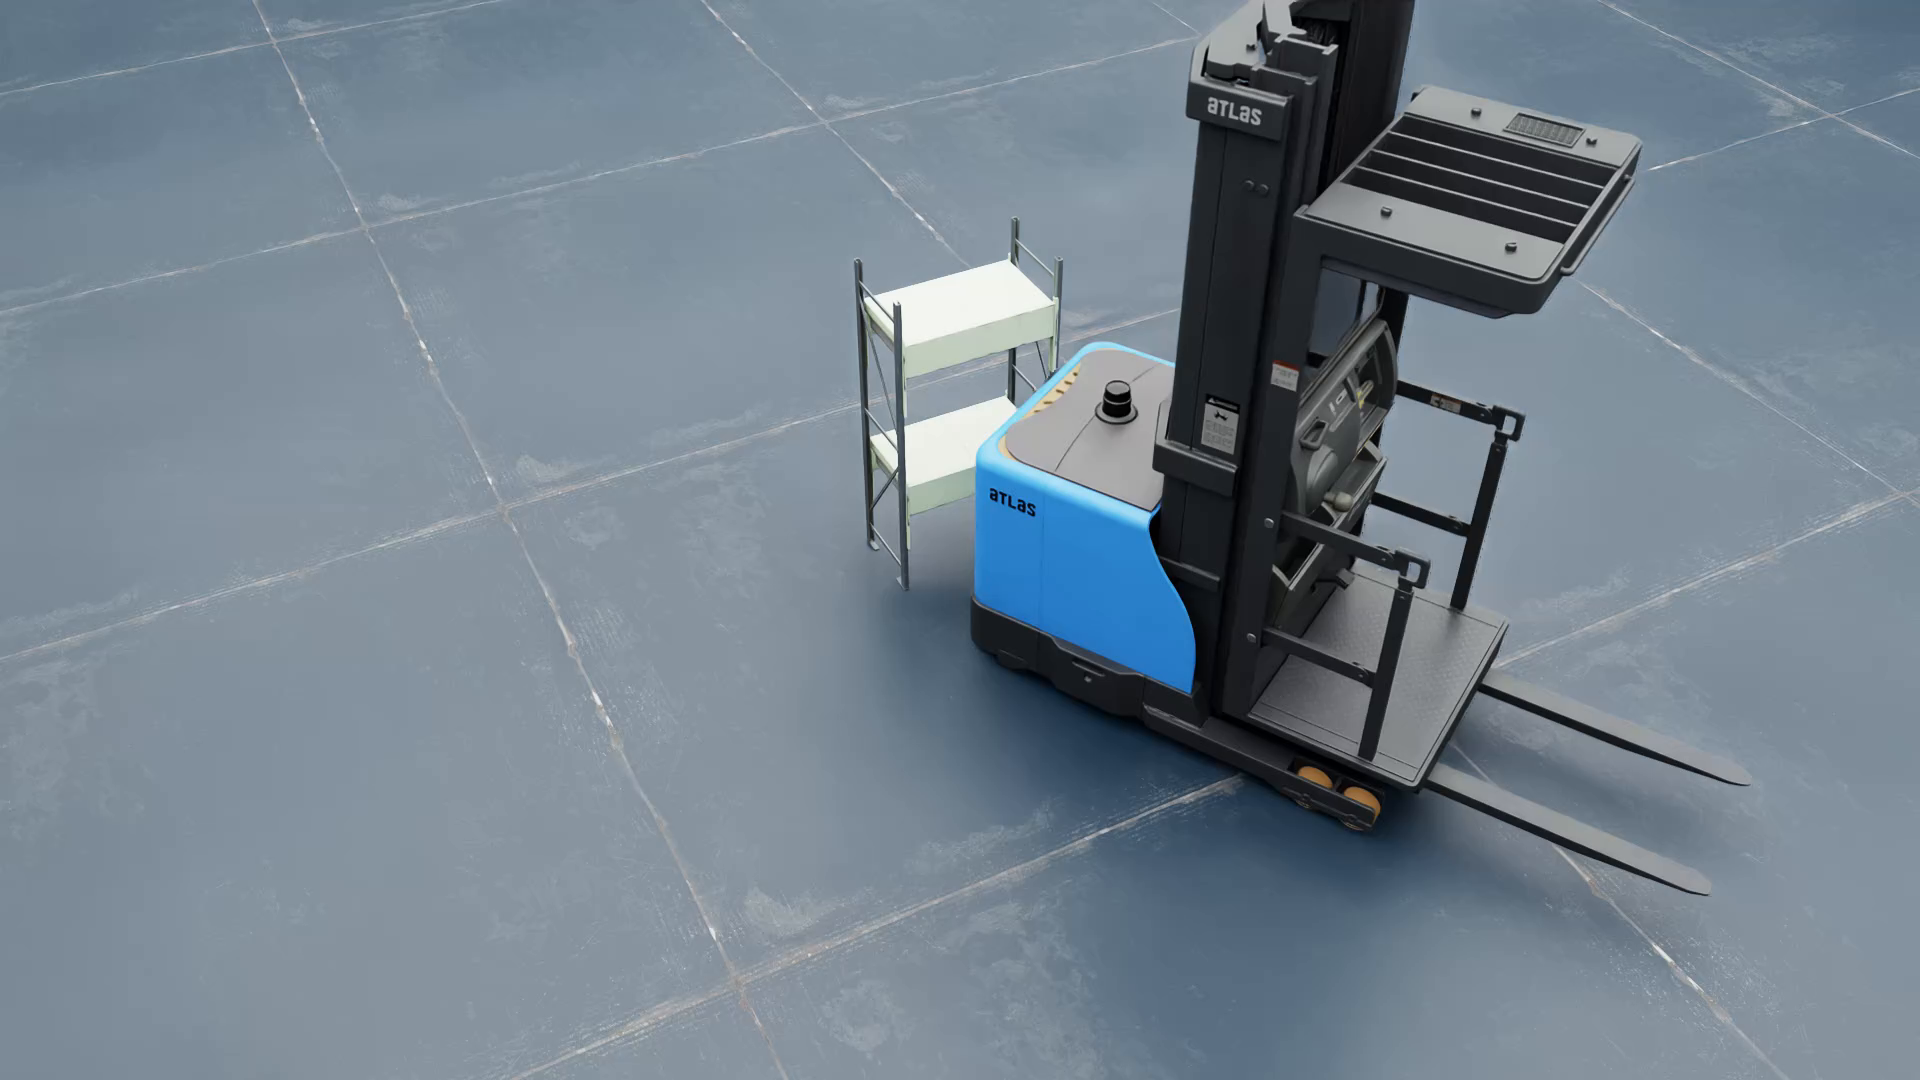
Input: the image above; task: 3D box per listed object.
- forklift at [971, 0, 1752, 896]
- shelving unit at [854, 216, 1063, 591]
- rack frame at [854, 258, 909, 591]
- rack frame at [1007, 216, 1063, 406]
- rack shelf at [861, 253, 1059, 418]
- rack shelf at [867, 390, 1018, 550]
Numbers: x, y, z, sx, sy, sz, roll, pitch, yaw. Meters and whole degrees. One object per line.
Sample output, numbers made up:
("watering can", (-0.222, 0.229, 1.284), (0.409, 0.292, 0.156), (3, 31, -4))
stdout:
("forklift", (1.563, -0.395, 5.937), (3.031, 2.935, 1.130), (22, 45, 24))
("shelving unit", (-0.006, -0.570, 7.252), (0.755, 1.500, 0.431), (-19, 44, -21))
("rack frame", (-0.331, -0.461, 7.123), (0.023, 1.500, 0.400), (-19, 44, -21))
("rack frame", (0.319, -0.680, 7.381), (0.023, 1.500, 0.400), (-19, 44, -21))
("rack shelf", (-0.006, -0.868, 7.000), (0.720, 0.370, 0.431), (-19, 44, -21))
("rack shelf", (-0.006, -0.322, 7.463), (0.720, 0.370, 0.431), (-19, 44, -21))
